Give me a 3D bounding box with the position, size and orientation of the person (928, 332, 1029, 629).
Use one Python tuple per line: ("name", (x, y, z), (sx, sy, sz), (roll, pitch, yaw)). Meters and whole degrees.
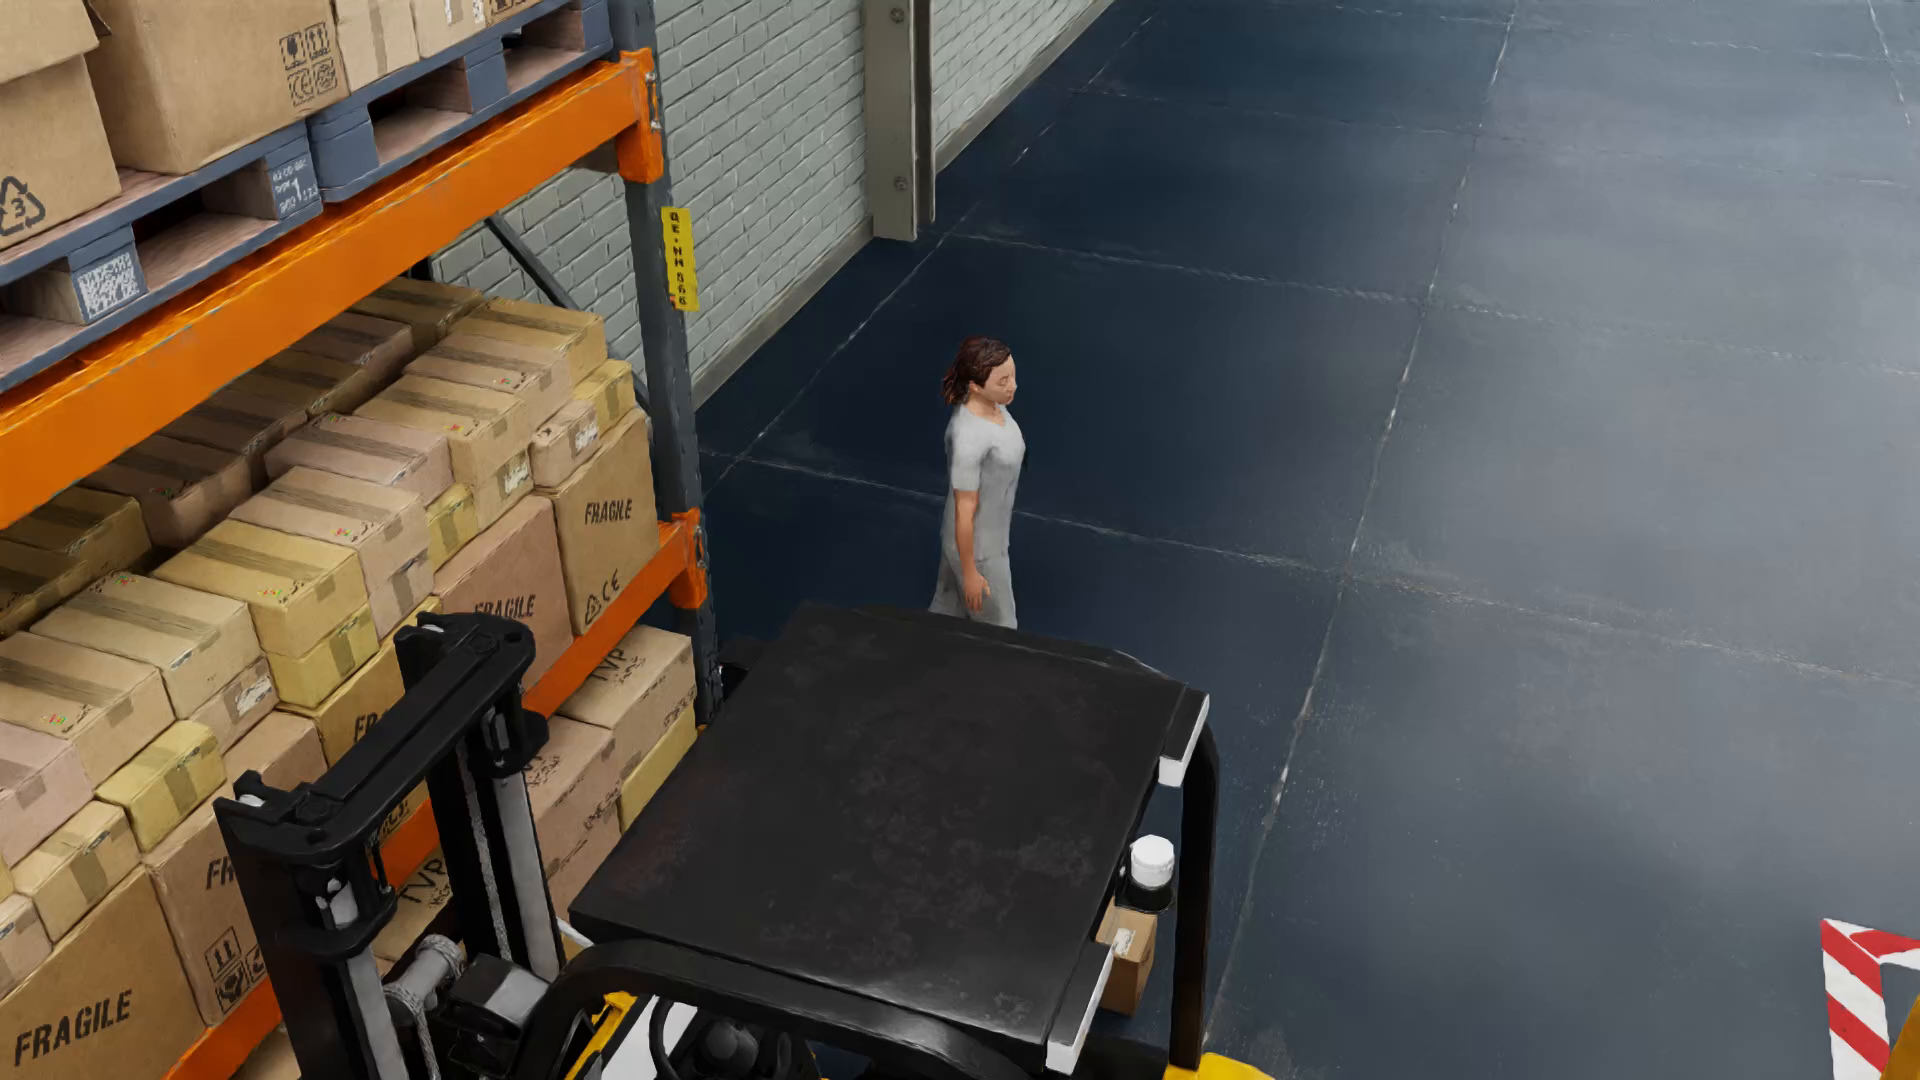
("person", (0.114, 0.008, 6.109), (0.619, 1.665, 0.576), (3, 33, 4))
